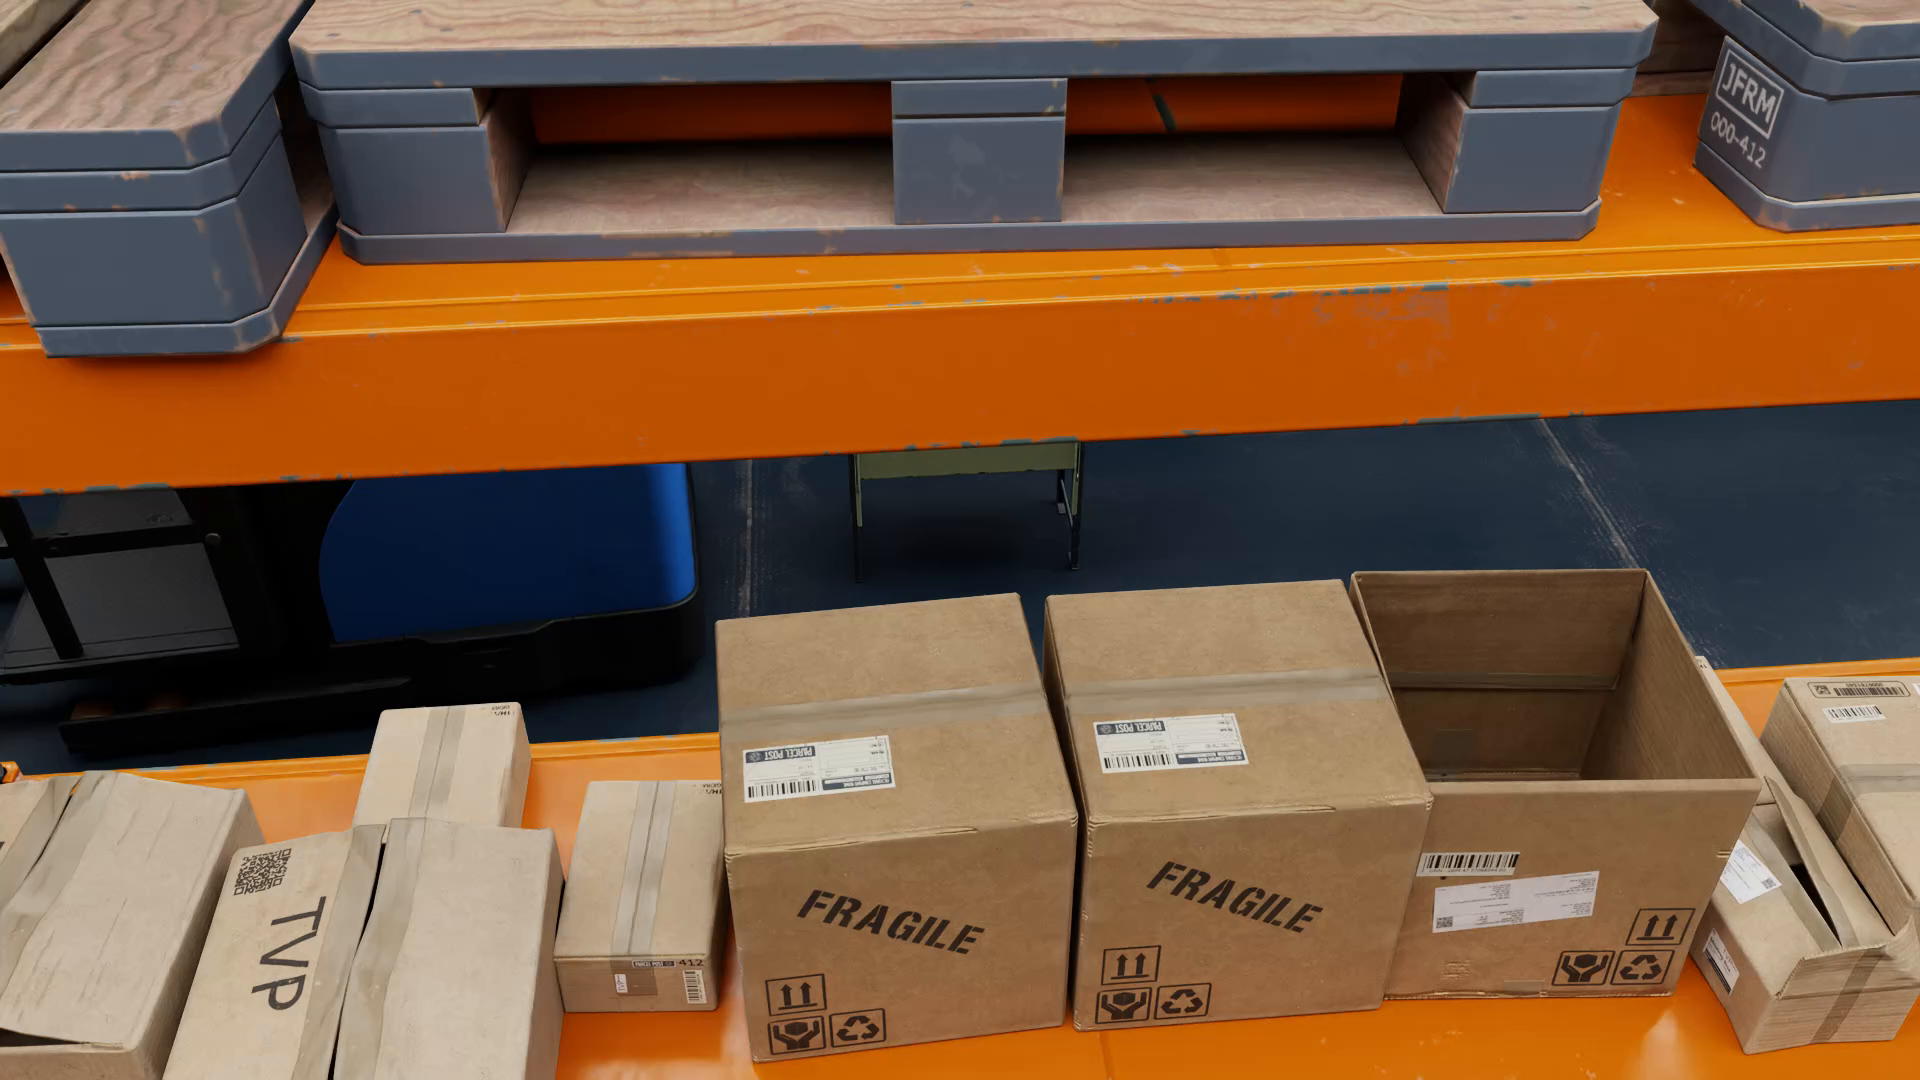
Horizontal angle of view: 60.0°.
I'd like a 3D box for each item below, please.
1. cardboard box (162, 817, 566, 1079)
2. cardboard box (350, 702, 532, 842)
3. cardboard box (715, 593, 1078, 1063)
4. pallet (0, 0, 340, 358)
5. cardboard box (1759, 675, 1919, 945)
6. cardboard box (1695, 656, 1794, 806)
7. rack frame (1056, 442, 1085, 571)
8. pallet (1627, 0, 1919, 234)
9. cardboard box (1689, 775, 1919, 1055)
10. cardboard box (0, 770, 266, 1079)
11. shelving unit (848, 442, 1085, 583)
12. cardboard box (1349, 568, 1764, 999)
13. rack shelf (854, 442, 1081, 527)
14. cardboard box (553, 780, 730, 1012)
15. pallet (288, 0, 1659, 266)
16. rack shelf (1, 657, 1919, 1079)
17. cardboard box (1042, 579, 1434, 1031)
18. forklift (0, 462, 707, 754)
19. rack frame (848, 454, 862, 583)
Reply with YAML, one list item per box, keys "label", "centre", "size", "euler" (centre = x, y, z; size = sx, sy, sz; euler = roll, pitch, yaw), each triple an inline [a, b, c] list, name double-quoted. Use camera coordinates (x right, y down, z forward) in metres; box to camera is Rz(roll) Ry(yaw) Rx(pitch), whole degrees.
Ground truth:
- label: "cardboard box"
  centre: [-0.876, 0.700, 2.513]
  size: [0.500, 0.311, 0.500]
  euler: [-4, 38, -5]
- label: "cardboard box"
  centre: [-0.913, 0.473, 2.931]
  size: [0.250, 0.149, 0.380]
  euler: [-3, 38, -4]
- label: "cardboard box"
  centre: [-0.114, 0.453, 2.673]
  size: [0.500, 0.500, 0.500]
  euler: [-5, 39, -6]
- label: "pallet"
  centre: [-1.116, -0.601, 1.821]
  size: [1.003, 0.211, 1.213]
  euler: [-1, 38, -2]
- label: "cardboard box"
  centre: [1.714, 0.488, 2.831]
  size: [0.500, 0.250, 0.500]
  euler: [-1, 38, -1]
- label: "cardboard box"
  centre: [1.300, 0.396, 3.029]
  size: [0.250, 0.149, 0.380]
  euler: [-3, 38, -4]
- label: "rack frame"
  centre: [0.371, -0.609, 5.311]
  size: [0.023, 1.500, 0.400]
  euler: [-3, 38, -4]
- label: "pallet"
  centre: [1.323, -0.671, 1.911]
  size: [1.217, 0.209, 0.805]
  euler: [-5, 39, -6]
- label: "cardboard box"
  centre: [1.341, 0.590, 2.690]
  size: [0.258, 0.266, 0.396]
  euler: [-4, 38, -5]
- label: "cardboard box"
  centre: [-1.418, 0.637, 2.593]
  size: [0.500, 0.311, 0.500]
  euler: [-1, 38, -1]
- label: "shelving unit"
  centre: [0.007, -0.589, 5.286]
  size: [0.755, 1.500, 0.431]
  euler: [-3, 38, -4]
- label: "cardboard box"
  centre: [0.909, 0.397, 2.745]
  size: [0.500, 0.500, 0.500]
  euler: [-1, 38, -1]
- label: "rack shelf"
  centre: [0.007, -0.333, 5.488]
  size: [0.720, 0.370, 0.431]
  euler: [-3, 38, -4]
- label: "cardboard box"
  centre: [-0.519, 0.589, 2.785]
  size: [0.250, 0.149, 0.380]
  euler: [0, 38, -1]
- label: "pallet"
  centre: [-0.002, -0.664, 1.901]
  size: [1.213, 0.211, 1.003]
  euler: [-1, 38, -2]
- label: "rack shelf"
  centre: [0.208, 0.767, 2.937]
  size: [4.000, 0.370, 1.077]
  euler: [-3, 38, -4]
- label: "cardboard box"
  centre: [0.410, 0.424, 2.710]
  size: [0.500, 0.500, 0.500]
  euler: [-3, 38, -4]
- label: "forklift"
  centre: [-2.362, -0.869, 4.485]
  size: [3.031, 2.935, 1.130]
  euler: [-6, 39, -8]
- label: "rack frame"
  centre: [-0.358, -0.569, 5.260]
  size: [0.023, 1.500, 0.400]
  euler: [-3, 38, -4]
